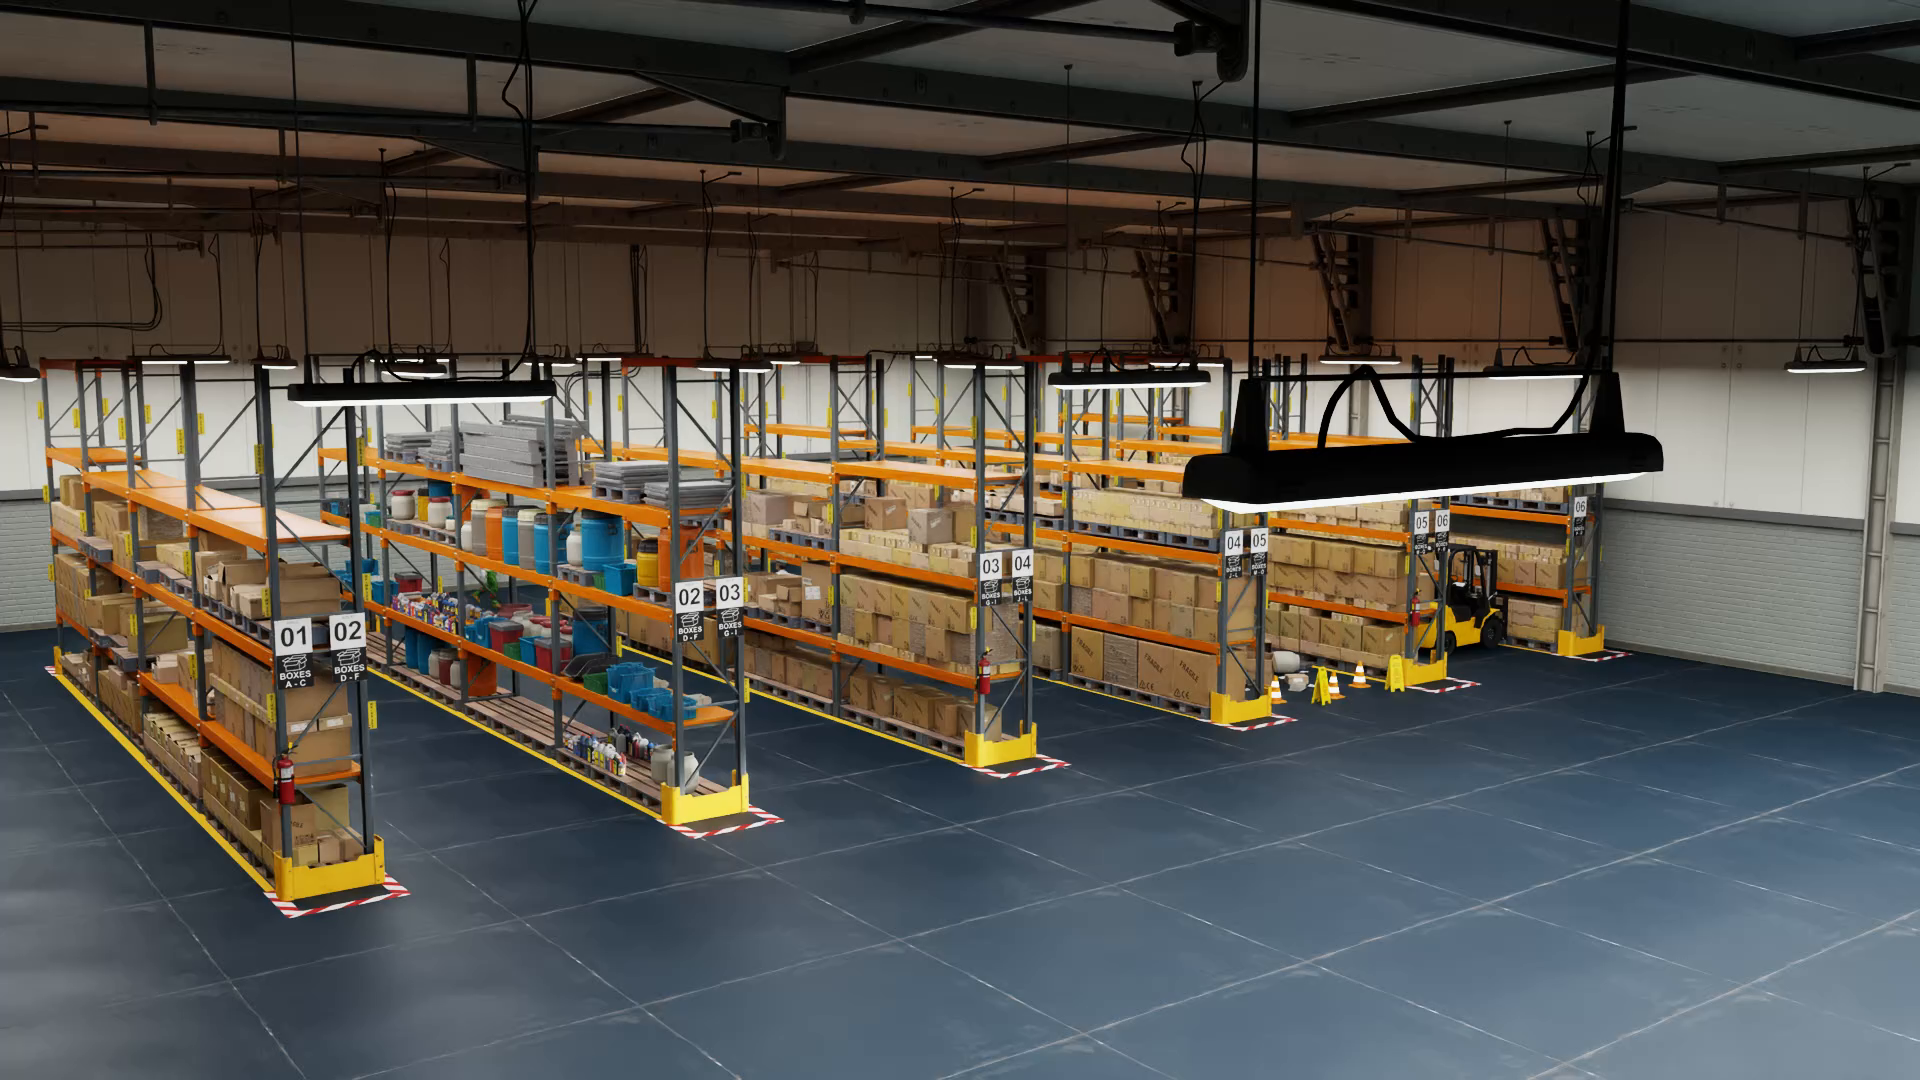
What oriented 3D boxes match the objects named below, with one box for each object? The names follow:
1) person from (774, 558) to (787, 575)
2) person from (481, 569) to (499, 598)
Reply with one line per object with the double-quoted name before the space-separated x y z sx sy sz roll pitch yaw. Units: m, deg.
"person" -3.778 1.235 35.534 0.433 1.681 0.526 2 7 19
"person" -11.171 0.736 39.393 0.432 1.228 0.536 1 7 5
